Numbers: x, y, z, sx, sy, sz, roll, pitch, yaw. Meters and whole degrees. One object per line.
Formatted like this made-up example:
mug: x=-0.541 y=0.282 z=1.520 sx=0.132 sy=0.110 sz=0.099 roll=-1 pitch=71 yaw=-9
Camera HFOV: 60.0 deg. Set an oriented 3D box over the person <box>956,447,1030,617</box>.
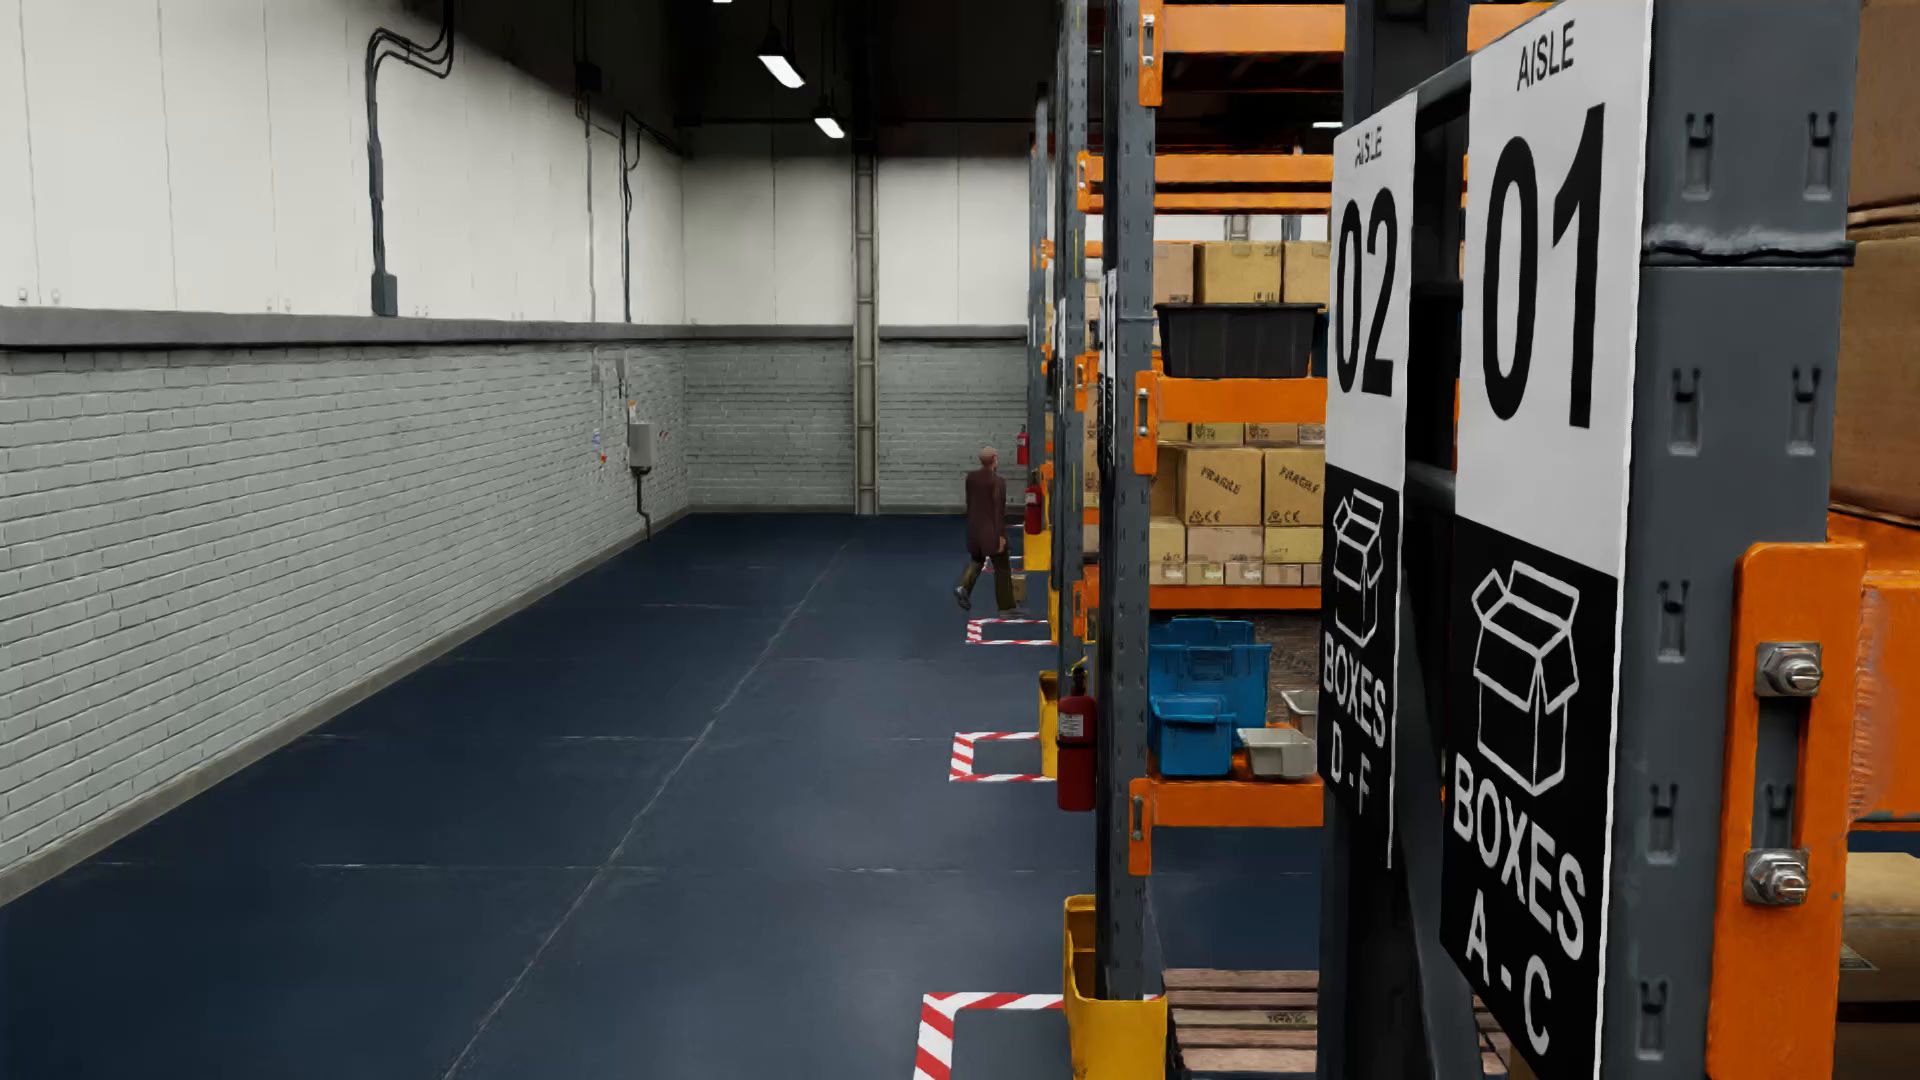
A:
person: x=0.282 y=-0.086 z=17.341 sx=0.707 sy=1.773 sz=0.636 roll=6 pitch=9 yaw=41
